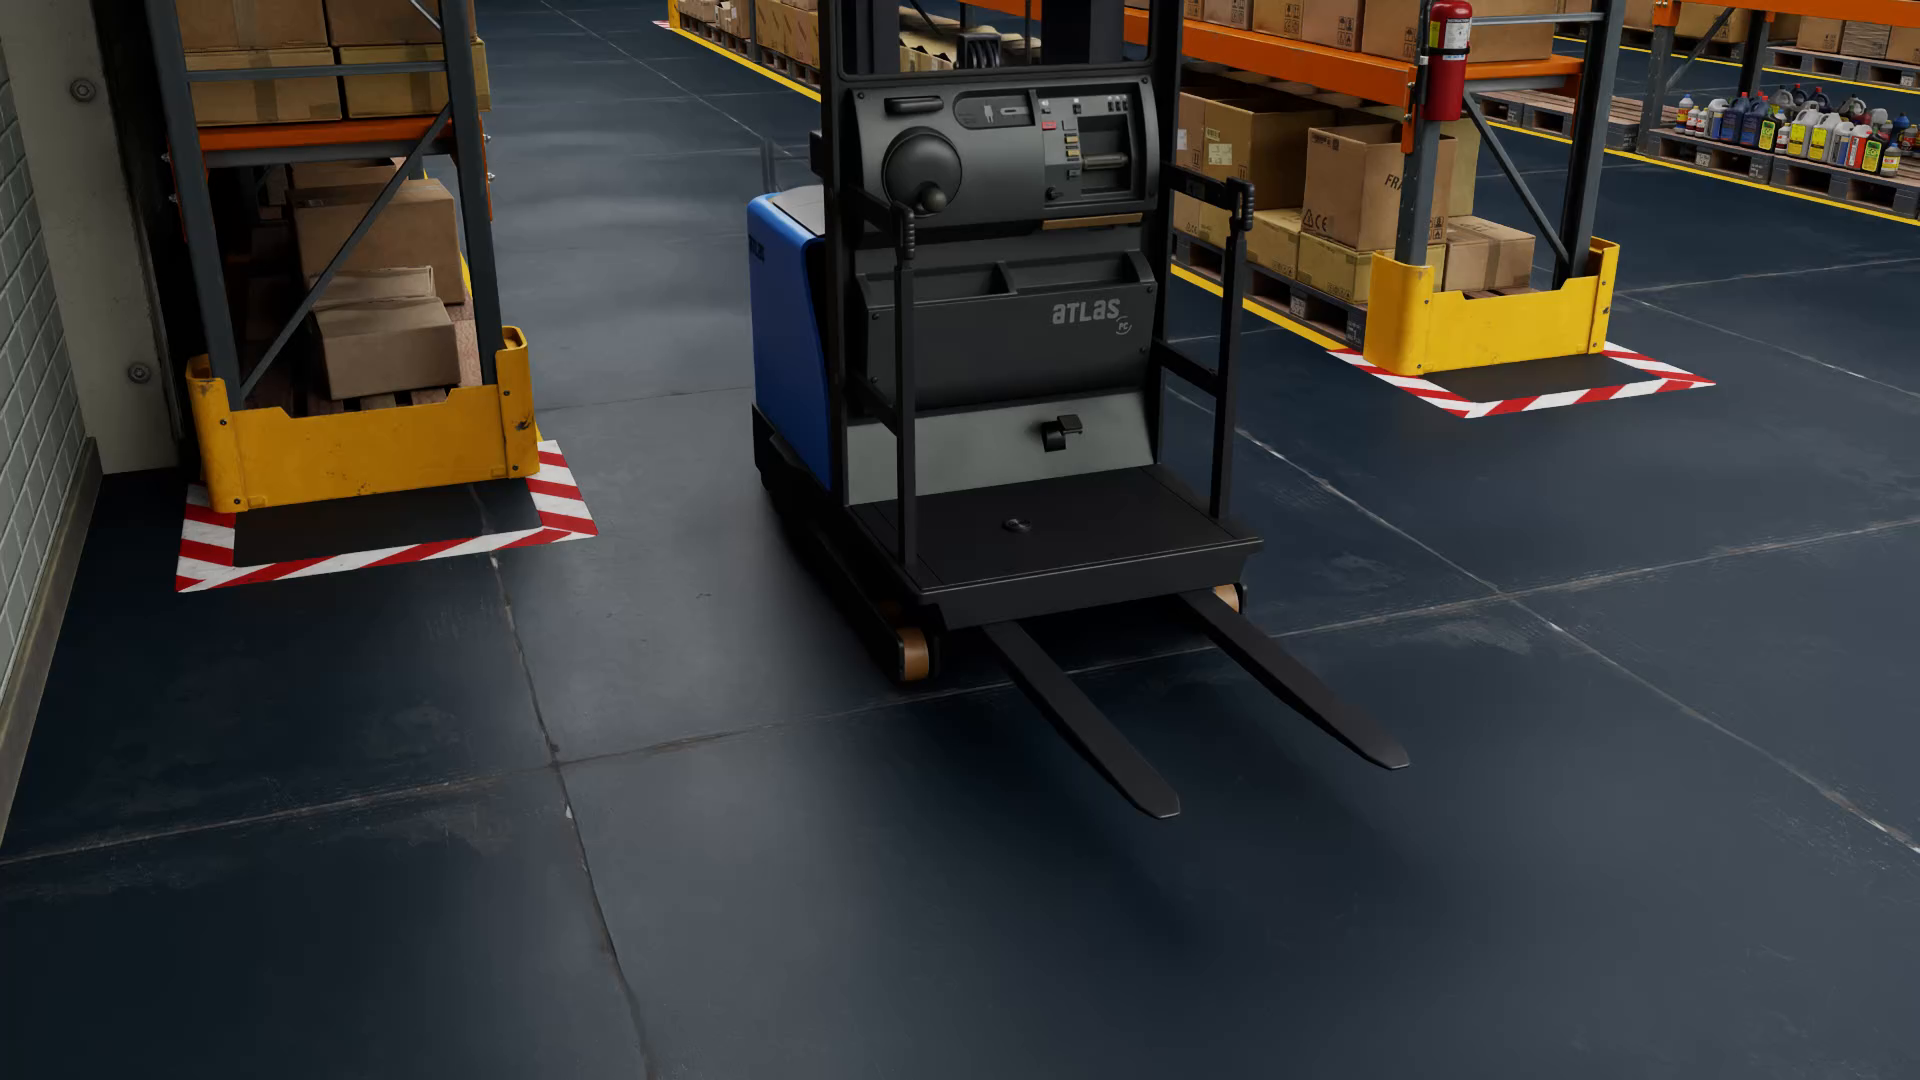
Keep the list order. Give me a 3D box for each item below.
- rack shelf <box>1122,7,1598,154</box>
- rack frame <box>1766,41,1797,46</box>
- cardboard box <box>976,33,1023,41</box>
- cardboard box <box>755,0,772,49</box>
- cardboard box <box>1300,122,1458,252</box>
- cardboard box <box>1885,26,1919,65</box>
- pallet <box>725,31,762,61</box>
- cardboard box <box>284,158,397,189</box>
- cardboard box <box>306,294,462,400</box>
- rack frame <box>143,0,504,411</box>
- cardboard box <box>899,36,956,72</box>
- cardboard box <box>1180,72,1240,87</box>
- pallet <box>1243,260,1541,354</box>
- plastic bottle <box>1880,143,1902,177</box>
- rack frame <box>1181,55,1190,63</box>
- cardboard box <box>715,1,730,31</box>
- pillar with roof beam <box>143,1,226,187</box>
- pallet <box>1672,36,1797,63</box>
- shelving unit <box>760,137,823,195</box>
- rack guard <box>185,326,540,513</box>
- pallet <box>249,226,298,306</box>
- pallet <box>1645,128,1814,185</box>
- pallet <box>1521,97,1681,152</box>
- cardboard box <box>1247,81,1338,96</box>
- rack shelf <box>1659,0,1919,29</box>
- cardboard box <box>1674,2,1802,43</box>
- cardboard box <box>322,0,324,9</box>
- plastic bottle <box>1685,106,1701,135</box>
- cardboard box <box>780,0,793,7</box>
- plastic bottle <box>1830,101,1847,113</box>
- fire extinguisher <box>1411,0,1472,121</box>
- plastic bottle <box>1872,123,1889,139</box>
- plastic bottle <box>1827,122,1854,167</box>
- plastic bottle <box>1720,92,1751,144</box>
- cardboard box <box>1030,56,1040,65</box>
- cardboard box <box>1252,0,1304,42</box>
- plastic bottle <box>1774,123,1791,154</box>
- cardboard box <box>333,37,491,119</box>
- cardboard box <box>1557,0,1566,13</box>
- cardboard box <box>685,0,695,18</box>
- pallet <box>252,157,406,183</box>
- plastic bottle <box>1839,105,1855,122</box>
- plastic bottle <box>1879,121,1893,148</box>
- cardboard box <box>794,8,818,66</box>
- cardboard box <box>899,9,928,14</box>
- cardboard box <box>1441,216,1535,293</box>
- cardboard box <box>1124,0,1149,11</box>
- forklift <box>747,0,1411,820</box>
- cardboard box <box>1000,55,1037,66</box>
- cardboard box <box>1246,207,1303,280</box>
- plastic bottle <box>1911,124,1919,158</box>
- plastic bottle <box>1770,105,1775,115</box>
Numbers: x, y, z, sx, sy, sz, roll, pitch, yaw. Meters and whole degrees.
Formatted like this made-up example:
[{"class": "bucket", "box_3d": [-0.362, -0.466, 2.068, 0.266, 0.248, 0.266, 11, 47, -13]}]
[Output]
[{"class": "rack shelf", "box_3d": [1.752, -2.662, 9.130, 1.077, 0.370, 4.000, -8, 24, -19]}, {"class": "rack frame", "box_3d": [8.901, -6.532, 17.385, 1.000, 3.000, 0.127, -8, 24, -19]}, {"class": "cardboard box", "box_3d": [0.238, -4.014, 13.689, 0.500, 0.311, 0.500, -9, 24, -20]}, {"class": "cardboard box", "box_3d": [-1.838, -5.469, 17.515, 0.500, 0.500, 0.500, -9, 25, -21]}, {"class": "cardboard box", "box_3d": [1.991, -1.693, 7.939, 0.500, 0.500, 0.500, -8, 24, -19]}, {"class": "cardboard box", "box_3d": [9.571, -4.937, 16.253, 0.700, 0.500, 0.500, -6, 24, -15]}, {"class": "pallet", "box_3d": [-2.022, -5.592, 18.746, 1.003, 0.211, 1.213, -8, 24, -19]}, {"class": "cardboard box", "box_3d": [-3.183, -1.719, 8.617, 0.500, 0.500, 0.500, -10, 25, -23]}, {"class": "cardboard box", "box_3d": [-2.335, -0.813, 6.713, 0.500, 0.311, 0.500, -11, 25, -25]}, {"class": "rack frame", "box_3d": [-2.174, -1.586, 5.651, 1.000, 3.000, 0.127, -8, 24, -19]}, {"class": "cardboard box", "box_3d": [-0.264, -3.938, 13.510, 0.500, 0.311, 0.500, -9, 24, -20]}, {"class": "cardboard box", "box_3d": [1.270, -2.418, 9.658, 0.500, 0.500, 0.500, -8, 24, -19]}, {"class": "pallet", "box_3d": [2.149, -1.254, 8.454, 1.003, 0.211, 1.213, -8, 24, -19]}, {"class": "plastic bottle", "box_3d": [6.035, -2.466, 10.774, 0.097, 0.201, 0.097, 0, 23, 0]}, {"class": "rack frame", "box_3d": [1.046, -3.720, 10.715, 1.000, 3.000, 0.127, -8, 24, -19]}, {"class": "cardboard box", "box_3d": [-2.512, -6.032, 19.094, 0.500, 0.311, 0.500, -8, 24, -19]}, {"class": "pillar with roof beam", "box_3d": [-1.323, -7.257, 11.381, 9.100, 9.000, 0.400, -8, 24, -19]}, {"class": "pallet", "box_3d": [8.693, -5.543, 18.631, 1.003, 0.211, 1.213, -8, 24, -19]}, {"class": "shelving unit", "box_3d": [-0.594, -0.936, 6.406, 0.258, 1.200, 0.189, -6, 12, -14]}, {"class": "rack guard", "box_3d": [-2.201, -0.462, 6.202, 1.175, 0.500, 0.348, -8, 24, -19]}, {"class": "pallet", "box_3d": [-3.317, -1.515, 9.073, 1.003, 0.211, 1.213, -8, 24, -19]}, {"class": "pallet", "box_3d": [5.879, -2.864, 12.273, 1.003, 0.211, 1.213, -8, 24, -19]}, {"class": "pallet", "box_3d": [5.367, -3.394, 13.530, 1.003, 0.211, 1.213, -8, 24, -19]}, {"class": "cardboard box", "box_3d": [1.950, -2.310, 9.402, 0.500, 0.500, 0.500, -8, 24, -19]}, {"class": "rack shelf", "box_3d": [6.387, -3.340, 10.740, 1.077, 0.370, 4.000, -8, 24, -19]}, {"class": "cardboard box", "box_3d": [8.677, -6.000, 18.318, 1.225, 0.875, 0.875, -10, 25, -21]}, {"class": "cardboard box", "box_3d": [-2.597, -2.642, 7.358, 0.500, 0.500, 0.500, -8, 24, -17]}, {"class": "plastic bottle", "box_3d": [5.419, -3.099, 12.277, 0.097, 0.201, 0.097, 0, 23, 0]}, {"class": "cardboard box", "box_3d": [-1.484, -5.451, 16.508, 0.500, 0.250, 0.500, -8, 24, -19]}, {"class": "plastic bottle", "box_3d": [6.342, -3.032, 12.013, 0.061, 0.283, 0.133, -7, 24, -15]}, {"class": "fire extinguisher", "box_3d": [2.066, -2.125, 7.028, 0.296, 0.674, 0.183, -8, 24, -19]}, {"class": "plastic bottle", "box_3d": [6.071, -2.614, 11.020, 0.061, 0.283, 0.133, -8, 24, -19]}, {"class": "plastic bottle", "box_3d": [5.923, -2.646, 11.106, 0.152, 0.276, 0.135, -9, 24, -20]}, {"class": "plastic bottle", "box_3d": [5.578, -3.031, 11.922, 0.144, 0.351, 0.185, -8, 24, -18]}, {"class": "cardboard box", "box_3d": [0.777, -3.460, 12.375, 0.500, 0.311, 0.500, -9, 25, -21]}, {"class": "cardboard box", "box_3d": [1.946, -2.856, 8.535, 0.700, 0.500, 0.500, -8, 24, -19]}, {"class": "plastic bottle", "box_3d": [5.723, -2.787, 11.537, 0.097, 0.201, 0.097, 0, 23, 0]}, {"class": "cardboard box", "box_3d": [-2.050, -1.747, 6.200, 0.500, 0.250, 0.500, -9, 25, -21]}, {"class": "cardboard box", "box_3d": [7.733, -6.970, 20.619, 1.225, 0.875, 0.875, -8, 24, -19]}, {"class": "cardboard box", "box_3d": [-3.090, -6.598, 20.516, 0.500, 0.250, 0.500, -8, 24, -19]}, {"class": "pallet", "box_3d": [-4.299, -2.481, 11.365, 1.003, 0.211, 1.213, -8, 24, -19]}, {"class": "plastic bottle", "box_3d": [6.273, -2.945, 11.806, 0.061, 0.283, 0.133, -8, 24, -19]}, {"class": "plastic bottle", "box_3d": [6.481, -2.832, 11.643, 0.097, 0.201, 0.097, 0, 23, 0]}, {"class": "cardboard box", "box_3d": [-1.291, -4.910, 16.190, 0.500, 0.500, 0.500, -9, 25, -21]}, {"class": "cardboard box", "box_3d": [-0.624, -4.802, 15.932, 0.500, 0.500, 0.500, -9, 24, -20]}, {"class": "cardboard box", "box_3d": [2.477, -1.419, 8.254, 0.500, 0.250, 0.500, -8, 24, -19]}, {"class": "cardboard box", "box_3d": [1.401, -3.415, 9.862, 0.700, 0.500, 0.500, -9, 24, -20]}, {"class": "forklift", "box_3d": [0.221, -1.121, 4.637, 1.130, 2.935, 3.031, -8, 24, -19]}, {"class": "cardboard box", "box_3d": [0.271, -3.383, 12.192, 0.500, 0.311, 0.500, -8, 24, -19]}, {"class": "cardboard box", "box_3d": [1.805, -1.528, 8.512, 0.500, 0.250, 0.500, -8, 24, -19]}, {"class": "plastic bottle", "box_3d": [6.589, -2.753, 11.366, 0.097, 0.271, 0.097, 0, 23, 0]}, {"class": "plastic bottle", "box_3d": [5.742, -2.958, 11.852, 0.097, 0.271, 0.097, 0, 23, 0]}]
